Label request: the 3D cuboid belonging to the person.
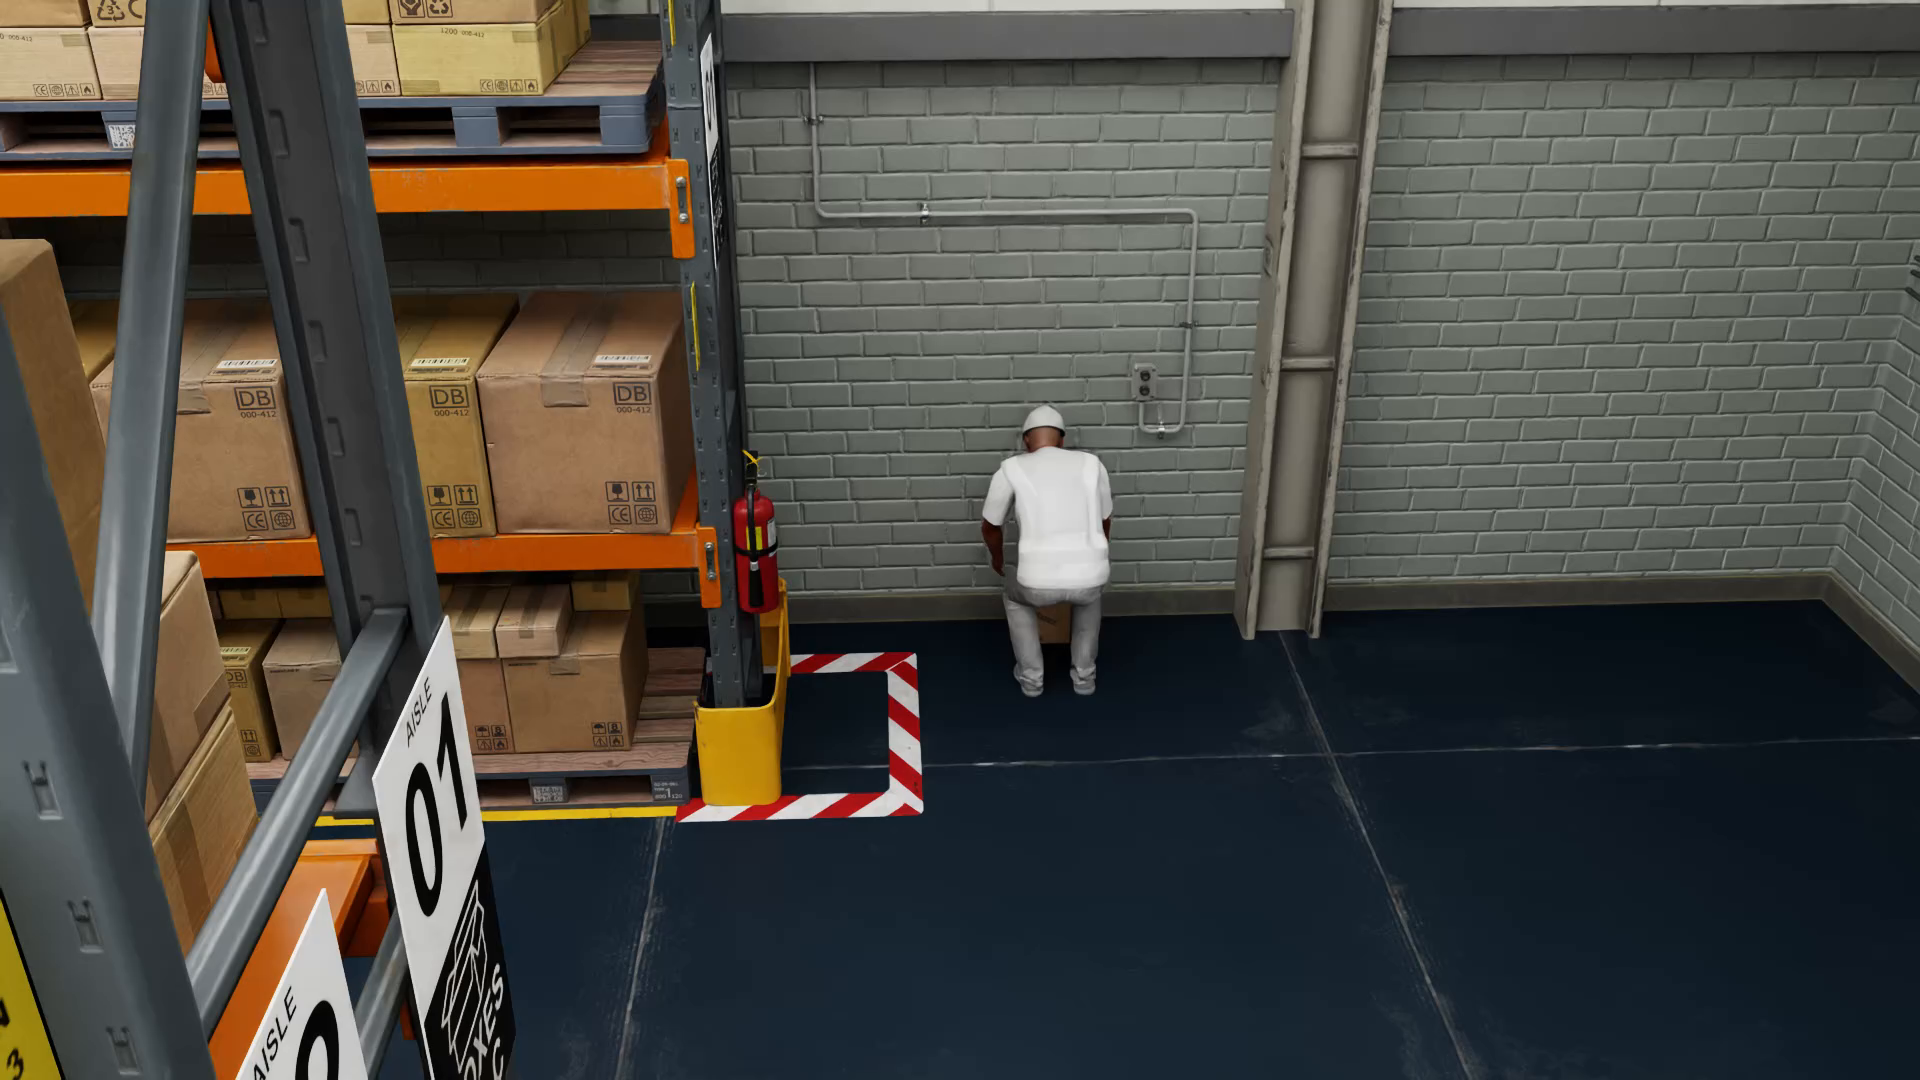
[{"bbox_3d":[0.422,0.080,7.932,0.629,1.313,0.805,-1,27,-3],"label":"person"}]
